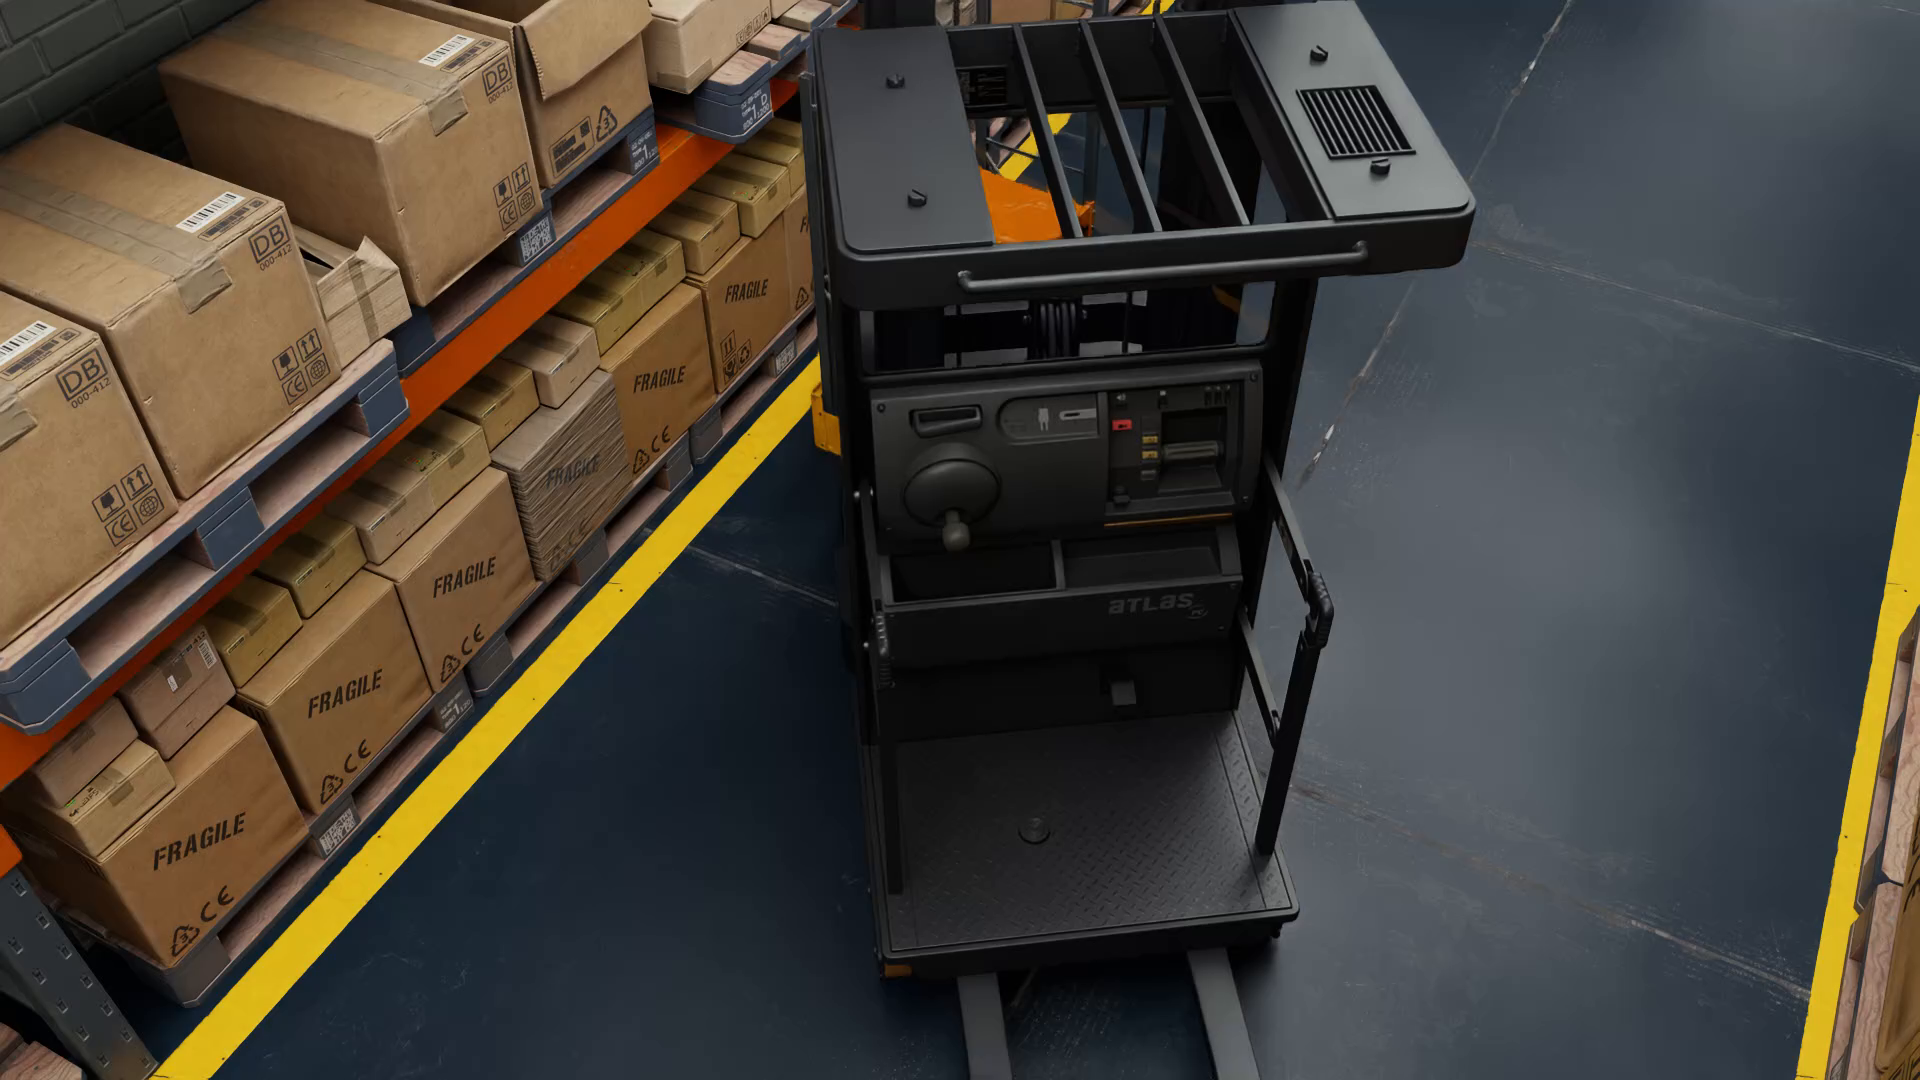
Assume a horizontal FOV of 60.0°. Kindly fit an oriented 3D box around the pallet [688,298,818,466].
[{"bbox_3d":[-1.101,-0.877,6.468,1.003,0.211,1.213,20,49,19],"label":"pallet"}]

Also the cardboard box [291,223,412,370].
[{"bbox_3d":[-1.593,-0.644,4.077,0.396,0.266,0.258,23,50,21],"label":"cardboard box"}]

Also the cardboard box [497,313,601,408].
[{"bbox_3d":[-1.366,-0.591,5.231,0.380,0.149,0.250,18,48,17],"label":"cardboard box"}]

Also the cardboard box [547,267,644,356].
[{"bbox_3d":[-1.264,-0.775,5.413,0.380,0.149,0.250,20,49,18],"label":"cardboard box"}]

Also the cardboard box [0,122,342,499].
[{"bbox_3d":[-1.914,-0.535,3.804,0.700,0.500,0.500,21,49,19],"label":"cardboard box"}]

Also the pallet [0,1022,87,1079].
[{"bbox_3d":[-2.897,1.618,4.003,1.003,0.211,1.213,20,49,19],"label":"pallet"}]

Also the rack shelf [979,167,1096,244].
[{"bbox_3d":[0.002,-0.968,5.905,0.538,0.185,1.000,25,50,22],"label":"rack shelf"}]

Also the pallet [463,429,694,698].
[{"bbox_3d":[-1.668,-0.111,5.711,1.003,0.211,1.213,20,49,19],"label":"pallet"}]

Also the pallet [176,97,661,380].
[{"bbox_3d":[-1.619,-1.021,4.785,1.003,0.211,1.213,20,49,19],"label":"pallet"}]

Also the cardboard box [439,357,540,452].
[{"bbox_3d":[-1.525,-0.453,5.095,0.380,0.149,0.250,21,49,19],"label":"cardboard box"}]

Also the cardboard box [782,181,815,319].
[{"bbox_3d":[-0.726,-1.246,6.335,0.500,0.500,0.500,22,49,20],"label":"cardboard box"}]

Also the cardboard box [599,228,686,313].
[{"bbox_3d":[-1.149,-0.932,5.568,0.380,0.149,0.250,22,49,20],"label":"cardboard box"}]

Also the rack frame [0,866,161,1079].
[{"bbox_3d":[-2.577,0.205,3.438,1.000,3.000,0.127,20,49,19],"label":"rack frame"}]

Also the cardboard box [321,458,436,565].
[{"bbox_3d":[-1.742,-0.118,4.763,0.380,0.149,0.250,20,49,19],"label":"cardboard box"}]

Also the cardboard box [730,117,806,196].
[{"bbox_3d":[-0.725,-1.417,6.048,0.380,0.149,0.250,18,48,17],"label":"cardboard box"}]

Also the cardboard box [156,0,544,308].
[{"bbox_3d":[-1.550,-1.029,4.293,0.700,0.500,0.500,20,49,19],"label":"cardboard box"}]

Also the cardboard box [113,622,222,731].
[{"bbox_3d":[-2.097,0.286,4.155,0.380,0.149,0.250,18,48,17],"label":"cardboard box"}]

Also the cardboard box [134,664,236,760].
[{"bbox_3d":[-2.115,0.370,4.281,0.380,0.149,0.250,19,48,18],"label":"cardboard box"}]

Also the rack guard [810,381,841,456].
[{"bbox_3d":[-0.272,-0.352,5.922,0.587,0.250,0.087,25,50,22],"label":"rack guard"}]

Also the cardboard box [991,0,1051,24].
[{"bbox_3d":[-0.122,-2.430,7.417,0.875,0.625,0.625,22,49,20],"label":"cardboard box"}]

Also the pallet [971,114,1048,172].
[{"bbox_3d":[-0.304,-1.840,7.420,1.003,0.211,1.213,20,49,19],"label":"pallet"}]

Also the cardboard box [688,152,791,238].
[{"bbox_3d":[-0.825,-1.235,5.868,0.380,0.149,0.250,18,48,17],"label":"cardboard box"}]

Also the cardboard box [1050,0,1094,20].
[{"bbox_3d":[0.190,-2.854,7.837,0.875,0.625,0.625,19,48,17],"label":"cardboard box"}]

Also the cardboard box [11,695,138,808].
[{"bbox_3d":[-2.229,0.445,3.998,0.380,0.149,0.250,20,49,18],"label":"cardboard box"}]

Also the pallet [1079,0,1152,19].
[{"bbox_3d":[0.264,-2.606,8.177,1.003,0.211,1.213,20,49,19],"label":"pallet"}]

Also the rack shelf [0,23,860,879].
[{"bbox_3d":[-1.649,-0.802,4.939,1.077,0.370,4.000,20,49,19],"label":"rack shelf"}]

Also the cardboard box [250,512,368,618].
[{"bbox_3d":[-1.891,0.027,4.620,0.380,0.149,0.250,20,49,18],"label":"cardboard box"}]

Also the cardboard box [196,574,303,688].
[{"bbox_3d":[-2.006,0.205,4.445,0.380,0.149,0.250,18,48,17],"label":"cardboard box"}]

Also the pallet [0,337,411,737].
[{"bbox_3d":[-2.110,-0.195,3.968,1.003,0.211,1.213,20,49,19],"label":"pallet"}]

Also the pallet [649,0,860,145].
[{"bbox_3d":[-0.973,-1.797,5.552,1.213,0.211,1.003,20,49,19],"label":"pallet"}]

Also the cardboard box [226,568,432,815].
[{"bbox_3d":[-1.915,0.367,4.740,0.500,0.500,0.500,20,49,19],"label":"cardboard box"}]

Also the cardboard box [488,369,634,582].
[{"bbox_3d":[-1.433,-0.271,5.371,0.500,0.500,0.500,19,48,18],"label":"cardboard box"}]

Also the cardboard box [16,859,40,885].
[{"bbox_3d":[-2.611,0.529,4.580,0.500,0.500,0.500,20,49,19],"label":"cardboard box"}]

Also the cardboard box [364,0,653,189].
[{"bbox_3d":[-1.314,-1.409,4.666,0.797,0.503,0.637,19,48,18],"label":"cardboard box"}]

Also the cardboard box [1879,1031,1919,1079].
[{"bbox_3d":[2.450,1.452,3.404,0.875,0.875,0.875,22,49,20],"label":"cardboard box"}]

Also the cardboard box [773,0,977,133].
[{"bbox_3d":[-0.419,-2.016,7.008,0.875,0.625,0.625,22,49,20],"label":"cardboard box"}]

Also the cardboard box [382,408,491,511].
[{"bbox_3d":[-1.625,-0.273,4.917,0.380,0.149,0.250,22,49,20],"label":"cardboard box"}]

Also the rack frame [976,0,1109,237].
[{"bbox_3d":[0.276,-1.399,6.078,0.500,1.500,0.032,25,50,22],"label":"rack frame"}]

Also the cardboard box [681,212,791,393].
[{"bbox_3d":[-0.968,-0.934,6.027,0.500,0.500,0.500,20,49,18],"label":"cardboard box"}]

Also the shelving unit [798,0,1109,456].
[{"bbox_3d":[-0.003,-1.089,5.772,0.587,1.500,1.083,25,50,22],"label":"shelving unit"}]

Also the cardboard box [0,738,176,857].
[{"bbox_3d":[-2.175,0.570,4.084,0.380,0.149,0.250,23,50,21],"label":"cardboard box"}]

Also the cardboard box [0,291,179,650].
[{"bbox_3d":[-2.155,-0.209,3.482,0.700,0.500,0.500,22,49,20],"label":"cardboard box"}]

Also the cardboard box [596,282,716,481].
[{"bbox_3d":[-1.209,-0.604,5.700,0.500,0.500,0.500,22,49,21],"label":"cardboard box"}]

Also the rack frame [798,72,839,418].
[{"bbox_3d":[-0.273,-0.790,5.476,0.500,1.500,0.032,25,50,22],"label":"rack frame"}]

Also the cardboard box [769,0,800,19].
[{"bbox_3d":[-0.686,-1.834,5.335,0.380,0.149,0.250,21,49,20],"label":"cardboard box"}]

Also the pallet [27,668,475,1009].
[{"bbox_3d":[-2.233,0.661,4.949,1.003,0.211,1.213,20,49,19],"label":"pallet"}]

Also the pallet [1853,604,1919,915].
[{"bbox_3d":[3.245,0.774,4.837,1.003,0.211,1.213,20,49,19],"label":"pallet"}]

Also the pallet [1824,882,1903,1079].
[{"bbox_3d":[2.677,1.539,4.080,1.003,0.211,1.213,20,49,19],"label":"pallet"}]

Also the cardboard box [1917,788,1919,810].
[{"bbox_3d":[3.283,0.329,4.515,0.875,0.875,0.875,20,49,19],"label":"cardboard box"}]

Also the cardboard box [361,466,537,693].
[{"bbox_3d":[-1.679,0.054,5.050,0.500,0.500,0.500,19,48,18],"label":"cardboard box"}]

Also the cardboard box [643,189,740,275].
[{"bbox_3d":[-0.986,-1.083,5.718,0.380,0.149,0.250,19,48,18],"label":"cardboard box"}]

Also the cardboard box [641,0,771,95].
[{"bbox_3d":[-0.924,-1.638,5.070,0.500,0.250,0.500,18,48,17],"label":"cardboard box"}]

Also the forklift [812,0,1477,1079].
[{"bbox_3d":[0.286,-0.103,3.791,1.130,2.935,3.031,-5,46,-5],"label":"forklift"}]

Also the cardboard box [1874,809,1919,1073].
[{"bbox_3d":[2.866,0.889,3.961,0.875,0.875,0.875,21,49,20],"label":"cardboard box"}]

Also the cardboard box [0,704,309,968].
[{"bbox_3d":[-2.153,0.706,4.406,0.500,0.500,0.500,22,49,21],"label":"cardboard box"}]
